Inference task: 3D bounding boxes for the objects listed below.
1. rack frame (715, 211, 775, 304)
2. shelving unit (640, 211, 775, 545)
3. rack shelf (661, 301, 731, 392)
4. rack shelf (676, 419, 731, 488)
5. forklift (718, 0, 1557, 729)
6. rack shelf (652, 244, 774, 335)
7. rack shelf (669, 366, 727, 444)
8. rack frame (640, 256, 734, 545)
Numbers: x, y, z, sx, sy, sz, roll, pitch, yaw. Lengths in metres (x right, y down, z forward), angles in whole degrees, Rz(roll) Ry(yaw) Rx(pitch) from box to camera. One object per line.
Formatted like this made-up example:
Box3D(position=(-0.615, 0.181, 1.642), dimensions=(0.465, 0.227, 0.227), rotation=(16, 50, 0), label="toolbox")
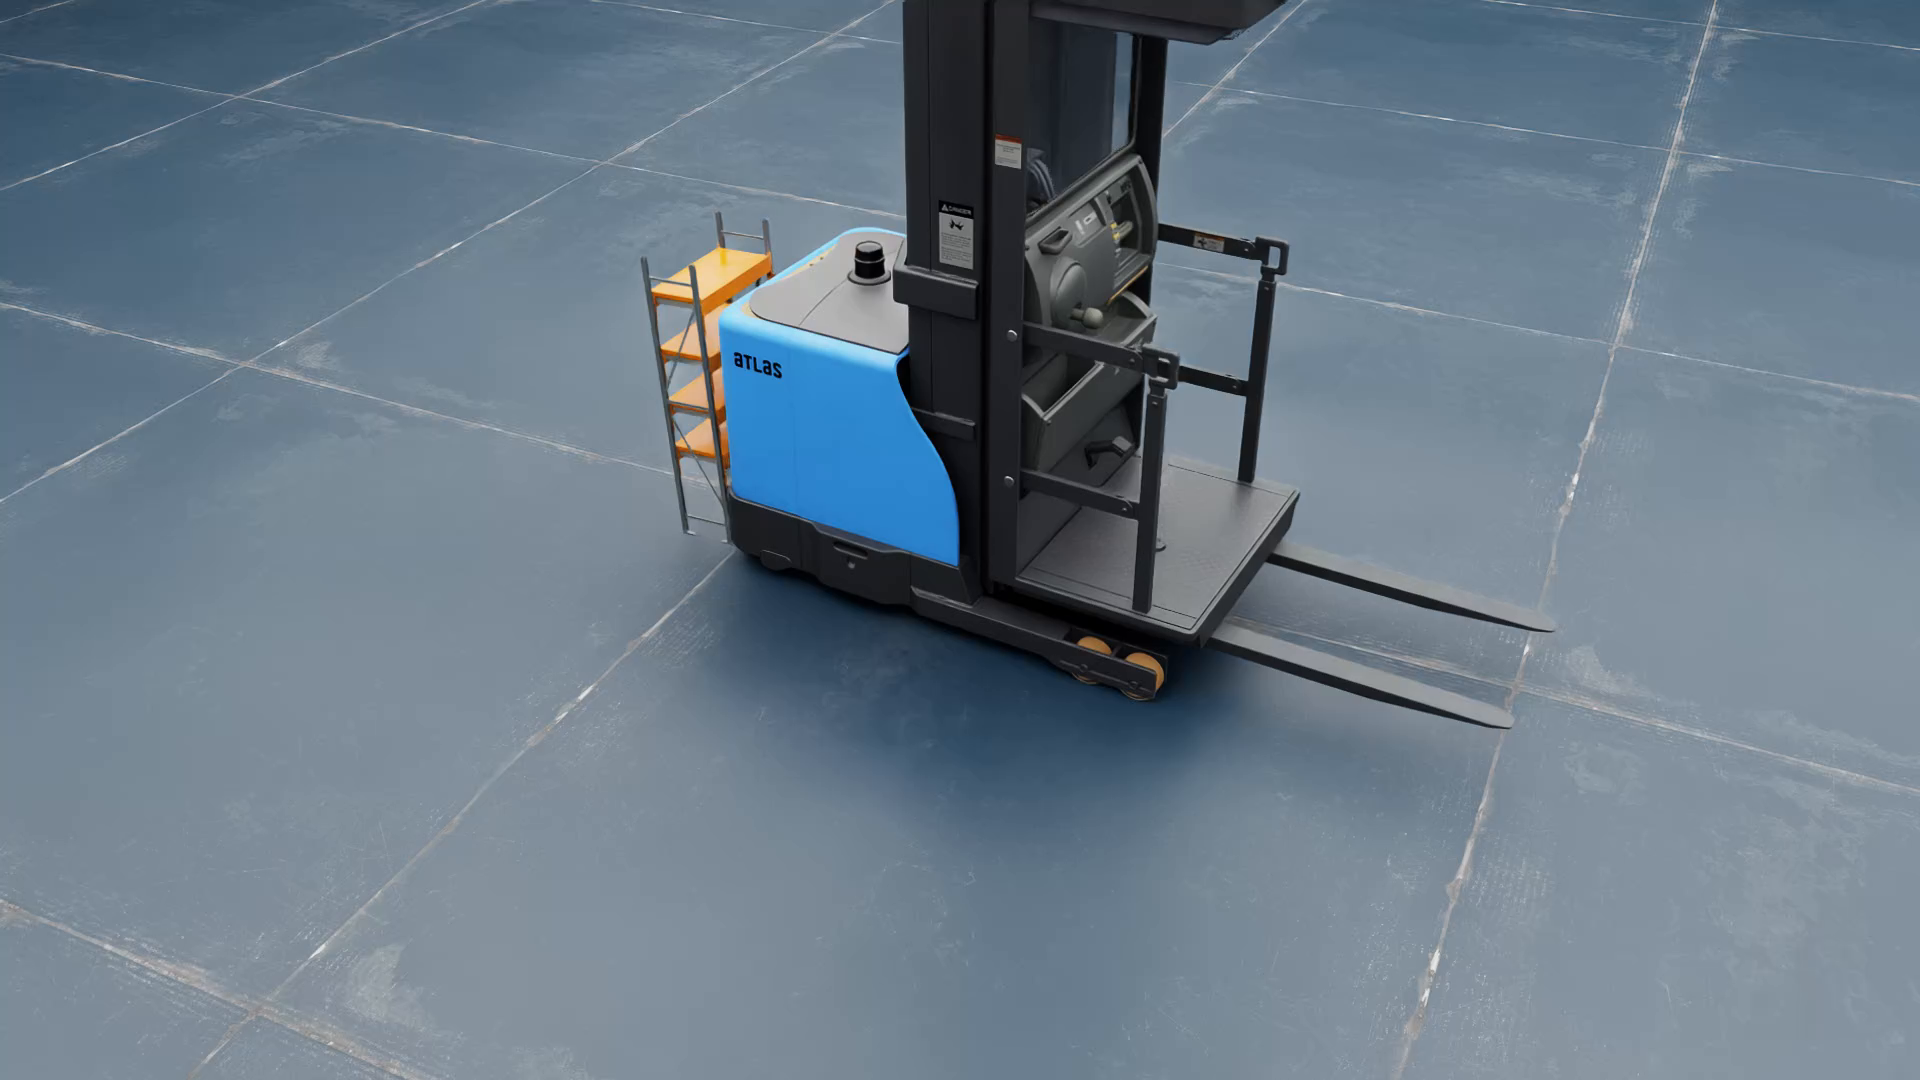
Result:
Box3D(position=(-0.824, -0.755, 6.795), dimensions=(0.240, 1.200, 0.015), rotation=(13, 35, 24), label="rack frame")
Box3D(position=(-0.936, -0.636, 6.613), dimensions=(0.258, 1.200, 0.503), rotation=(13, 35, 24), label="shelving unit")
Box3D(position=(-0.943, -0.769, 6.531), dimensions=(0.258, 0.148, 0.480), rotation=(13, 35, 24), label="rack shelf")
Box3D(position=(-0.923, -0.410, 6.753), dimensions=(0.258, 0.148, 0.480), rotation=(13, 35, 24), label="rack shelf")
Box3D(position=(0.636, -0.992, 5.590), dimensions=(3.031, 2.935, 1.130), rotation=(17, 37, 24), label="forklift")
Box3D(position=(-0.955, -0.970, 6.406), dimensions=(0.258, 0.148, 0.480), rotation=(13, 35, 24), label="rack shelf")
Box3D(position=(-0.933, -0.579, 6.649), dimensions=(0.258, 0.148, 0.480), rotation=(13, 35, 24), label="rack shelf")
Box3D(position=(-1.048, -0.517, 6.432), dimensions=(0.240, 1.200, 0.015), rotation=(13, 35, 24), label="rack frame")
